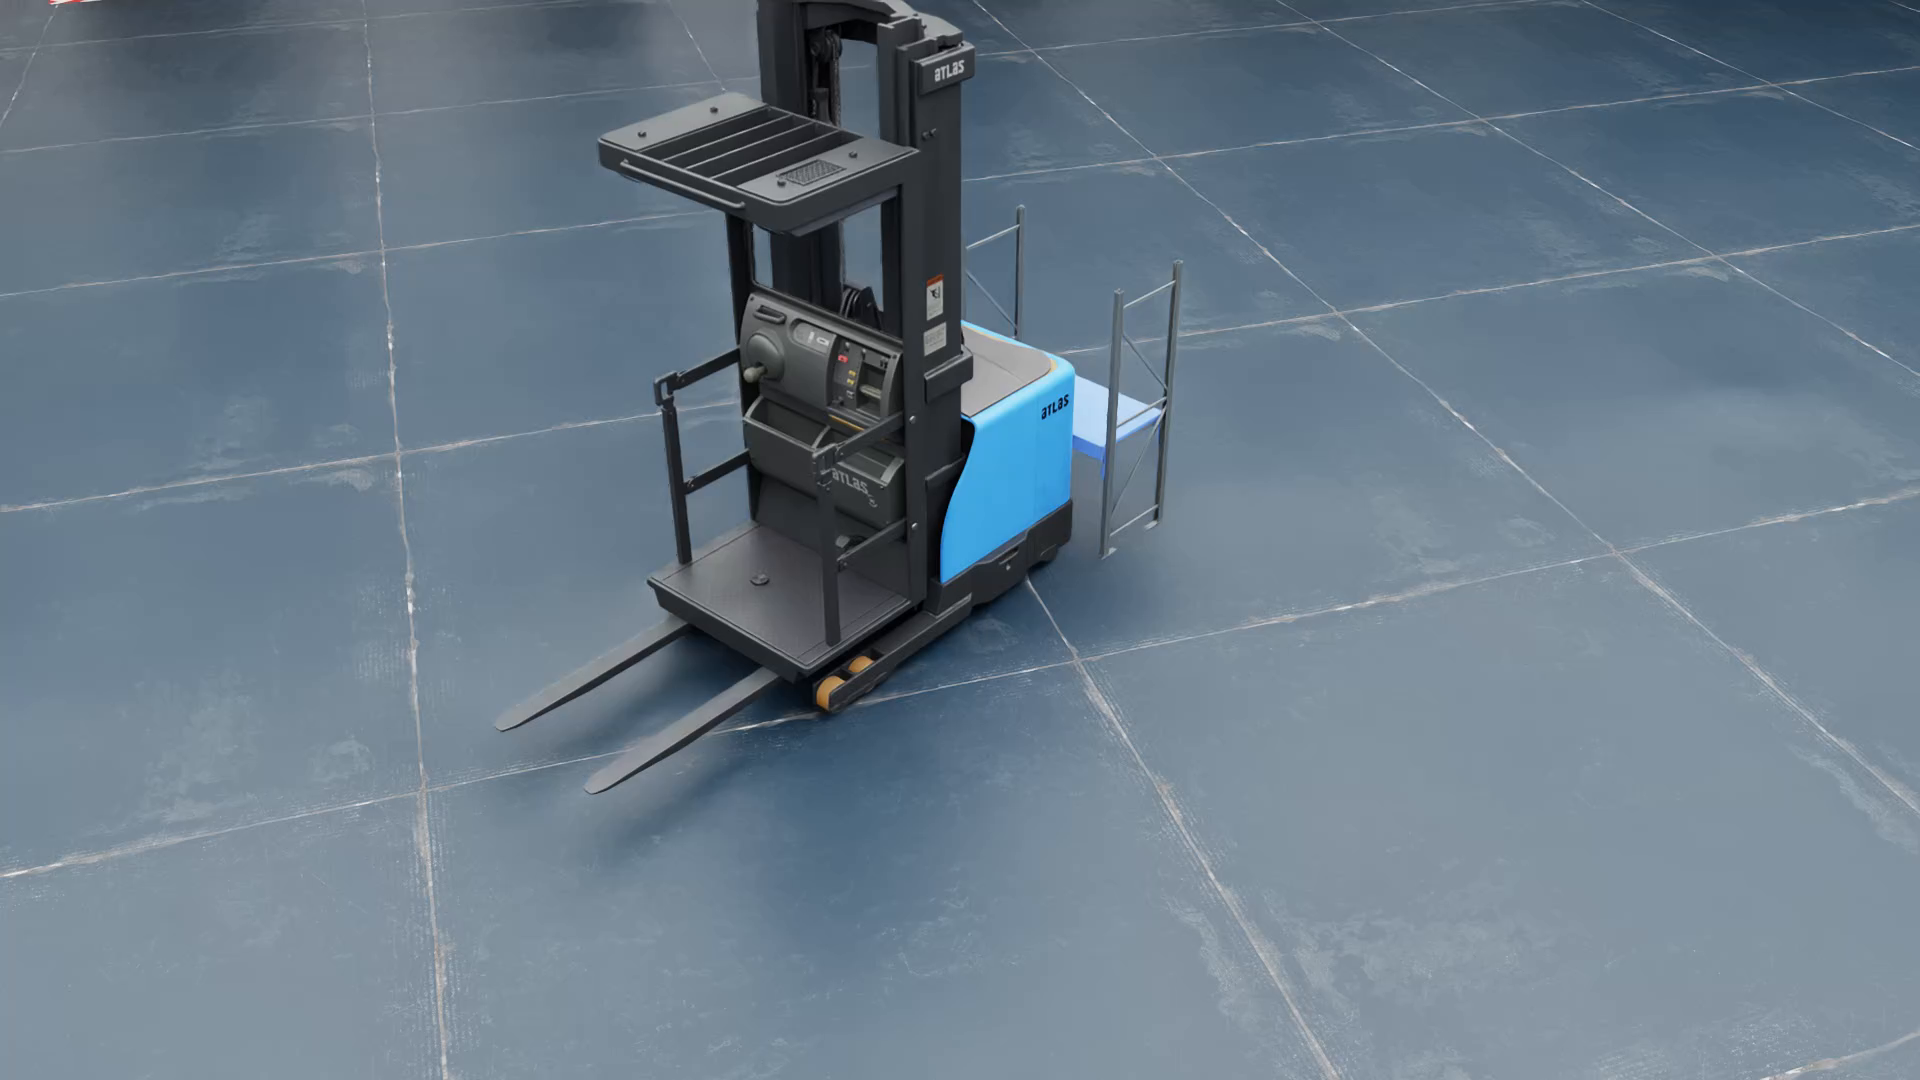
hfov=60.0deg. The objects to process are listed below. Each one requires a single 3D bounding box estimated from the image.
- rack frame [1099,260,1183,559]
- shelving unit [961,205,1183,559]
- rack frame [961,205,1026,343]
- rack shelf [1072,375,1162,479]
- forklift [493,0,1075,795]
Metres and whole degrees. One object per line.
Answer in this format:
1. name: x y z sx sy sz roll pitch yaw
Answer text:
1. rack frame: 0.903 -0.632 8.345 0.032 1.500 0.500 27 42 35
2. shelving unit: 0.532 -0.824 8.635 1.048 1.500 0.538 27 42 35
3. rack frame: 0.161 -1.015 8.925 0.032 1.500 0.500 27 42 35
4. rack shelf: 0.532 -0.673 8.734 1.000 0.185 0.538 27 42 35
5. forklift: -0.764 -0.751 7.228 1.130 2.935 3.031 25 41 33
